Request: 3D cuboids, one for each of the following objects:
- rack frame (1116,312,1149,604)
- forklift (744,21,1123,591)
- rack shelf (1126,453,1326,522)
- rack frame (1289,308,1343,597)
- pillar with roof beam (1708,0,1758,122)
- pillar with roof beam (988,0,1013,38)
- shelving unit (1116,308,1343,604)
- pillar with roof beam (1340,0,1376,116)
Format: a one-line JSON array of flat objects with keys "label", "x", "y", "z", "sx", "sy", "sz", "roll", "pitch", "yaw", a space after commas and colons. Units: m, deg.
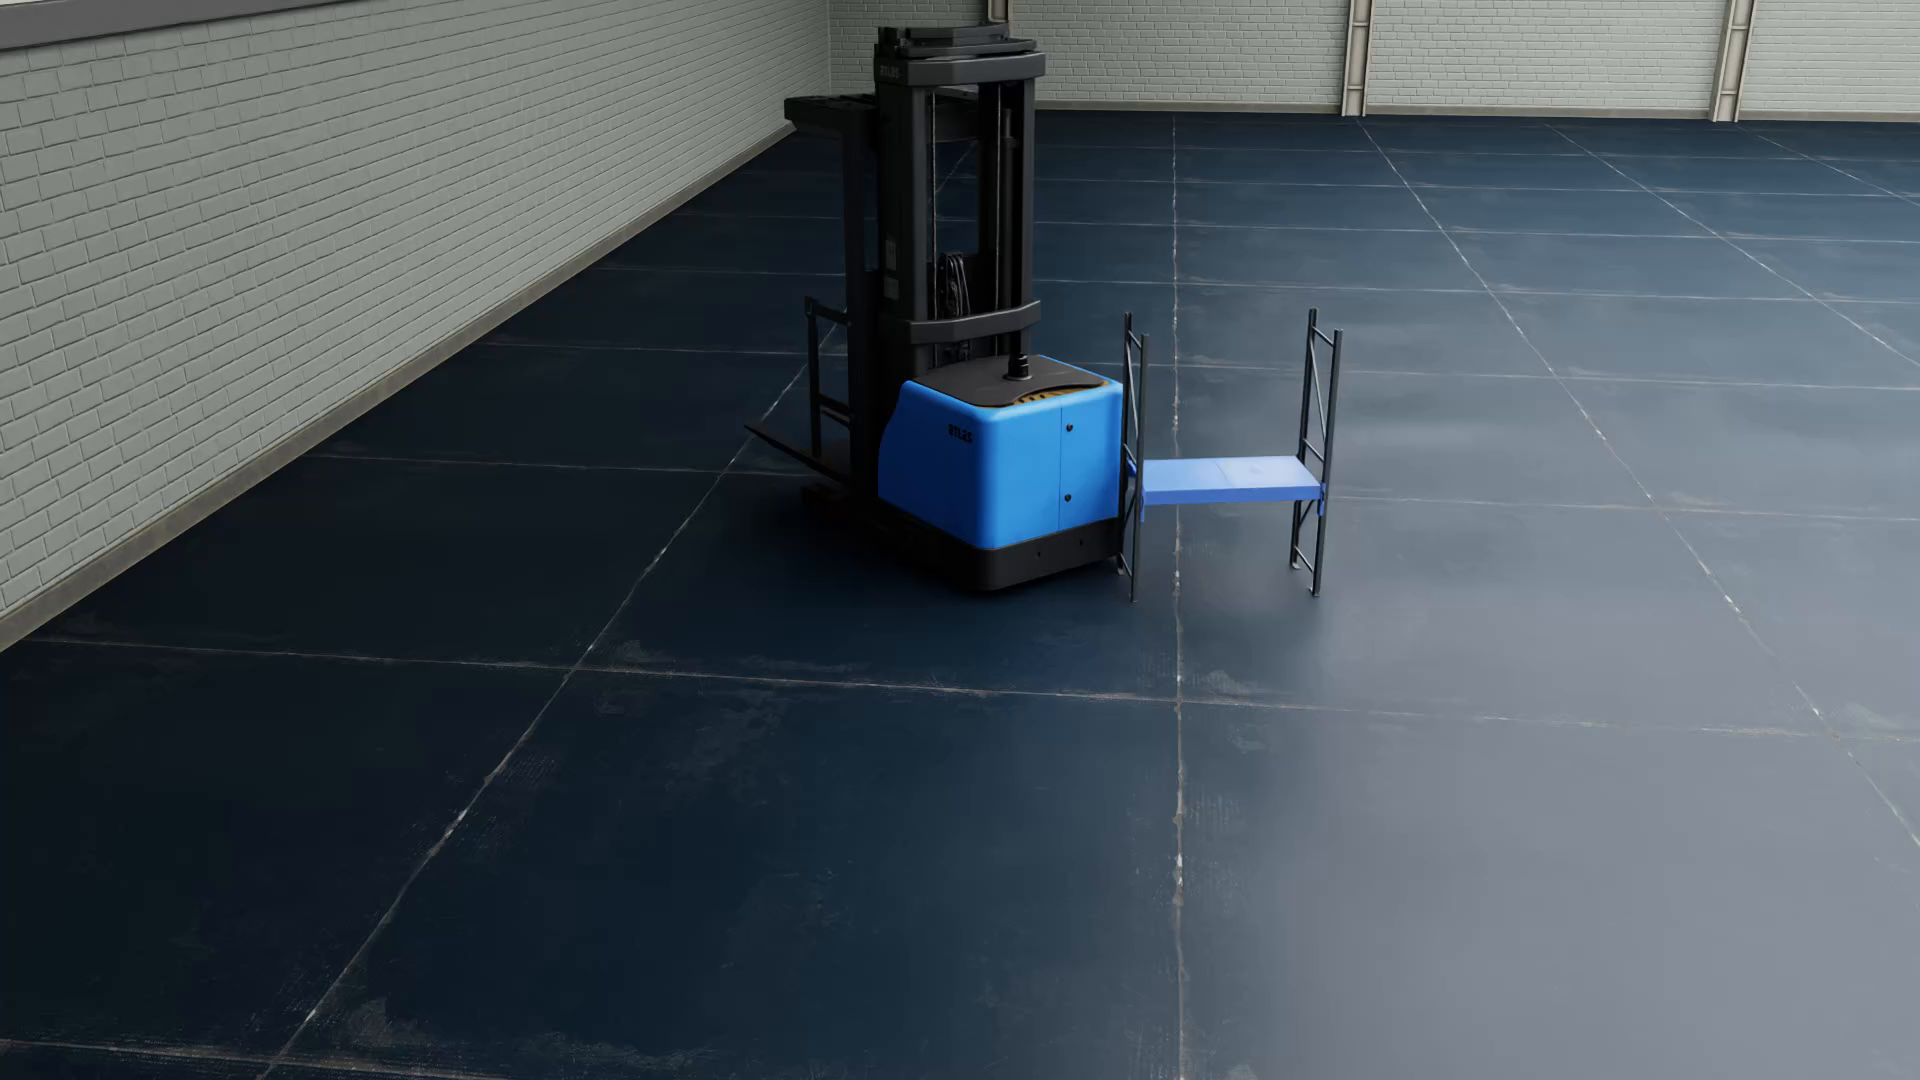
[{"label": "rack frame", "x": 0.931, "y": -0.443, "z": 9.019, "sx": 0.032, "sy": 1.500, "sz": 0.500, "roll": -2, "pitch": 22, "yaw": -5}, {"label": "forklift", "x": -0.326, "y": -1.570, "z": 9.923, "sx": 1.130, "sy": 2.935, "sz": 3.031, "roll": -15, "pitch": 26, "yaw": -33}, {"label": "rack shelf", "x": 1.437, "y": -0.293, "z": 9.130, "sx": 1.000, "sy": 0.185, "sz": 0.538, "roll": -2, "pitch": 22, "yaw": -5}, {"label": "rack frame", "x": 1.943, "y": -0.478, "z": 9.108, "sx": 0.032, "sy": 1.500, "sz": 0.500, "roll": -2, "pitch": 22, "yaw": -5}, {"label": "pillar with roof beam", "x": 12.093, "y": -9.549, "z": 21.854, "sx": 0.400, "sy": 9.000, "sz": 9.100, "roll": 2, "pitch": 22, "yaw": 6}, {"label": "pillar with roof beam", "x": 0.177, "y": -10.068, "z": 23.168, "sx": 0.400, "sy": 9.000, "sz": 9.100, "roll": 2, "pitch": 22, "yaw": 6}, {"label": "shelving unit", "x": 1.437, "y": -0.460, "z": 9.064, "sx": 1.048, "sy": 1.500, "sz": 0.538, "roll": -2, "pitch": 22, "yaw": -5}, {"label": "pillar with roof beam", "x": 6.135, "y": -9.809, "z": 22.511, "sx": 0.400, "sy": 9.000, "sz": 9.100, "roll": 2, "pitch": 22, "yaw": 6}]
